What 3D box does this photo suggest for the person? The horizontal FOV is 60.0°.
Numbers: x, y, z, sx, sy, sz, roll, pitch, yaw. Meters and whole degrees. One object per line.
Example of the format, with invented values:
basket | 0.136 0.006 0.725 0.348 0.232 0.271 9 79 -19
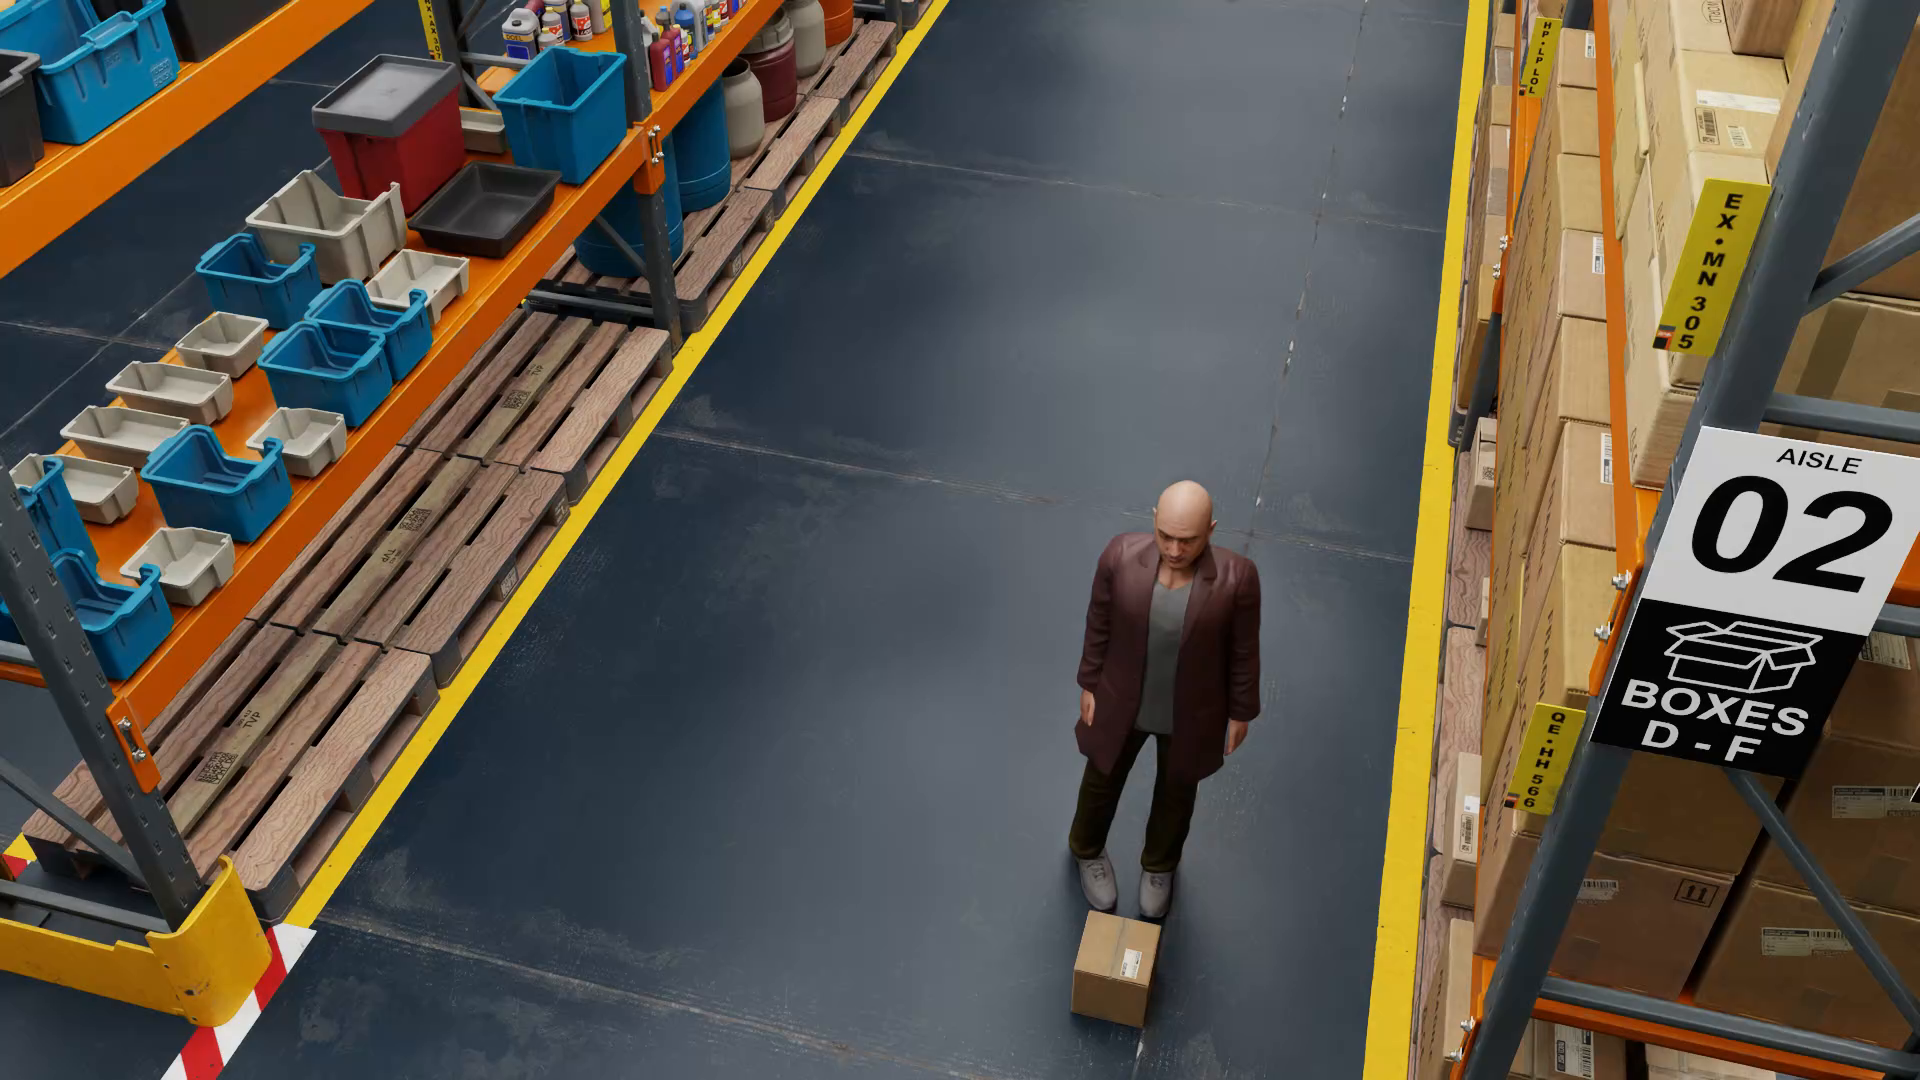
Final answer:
person | 0.675 0.565 5.501 0.617 1.790 0.390 11 42 12
